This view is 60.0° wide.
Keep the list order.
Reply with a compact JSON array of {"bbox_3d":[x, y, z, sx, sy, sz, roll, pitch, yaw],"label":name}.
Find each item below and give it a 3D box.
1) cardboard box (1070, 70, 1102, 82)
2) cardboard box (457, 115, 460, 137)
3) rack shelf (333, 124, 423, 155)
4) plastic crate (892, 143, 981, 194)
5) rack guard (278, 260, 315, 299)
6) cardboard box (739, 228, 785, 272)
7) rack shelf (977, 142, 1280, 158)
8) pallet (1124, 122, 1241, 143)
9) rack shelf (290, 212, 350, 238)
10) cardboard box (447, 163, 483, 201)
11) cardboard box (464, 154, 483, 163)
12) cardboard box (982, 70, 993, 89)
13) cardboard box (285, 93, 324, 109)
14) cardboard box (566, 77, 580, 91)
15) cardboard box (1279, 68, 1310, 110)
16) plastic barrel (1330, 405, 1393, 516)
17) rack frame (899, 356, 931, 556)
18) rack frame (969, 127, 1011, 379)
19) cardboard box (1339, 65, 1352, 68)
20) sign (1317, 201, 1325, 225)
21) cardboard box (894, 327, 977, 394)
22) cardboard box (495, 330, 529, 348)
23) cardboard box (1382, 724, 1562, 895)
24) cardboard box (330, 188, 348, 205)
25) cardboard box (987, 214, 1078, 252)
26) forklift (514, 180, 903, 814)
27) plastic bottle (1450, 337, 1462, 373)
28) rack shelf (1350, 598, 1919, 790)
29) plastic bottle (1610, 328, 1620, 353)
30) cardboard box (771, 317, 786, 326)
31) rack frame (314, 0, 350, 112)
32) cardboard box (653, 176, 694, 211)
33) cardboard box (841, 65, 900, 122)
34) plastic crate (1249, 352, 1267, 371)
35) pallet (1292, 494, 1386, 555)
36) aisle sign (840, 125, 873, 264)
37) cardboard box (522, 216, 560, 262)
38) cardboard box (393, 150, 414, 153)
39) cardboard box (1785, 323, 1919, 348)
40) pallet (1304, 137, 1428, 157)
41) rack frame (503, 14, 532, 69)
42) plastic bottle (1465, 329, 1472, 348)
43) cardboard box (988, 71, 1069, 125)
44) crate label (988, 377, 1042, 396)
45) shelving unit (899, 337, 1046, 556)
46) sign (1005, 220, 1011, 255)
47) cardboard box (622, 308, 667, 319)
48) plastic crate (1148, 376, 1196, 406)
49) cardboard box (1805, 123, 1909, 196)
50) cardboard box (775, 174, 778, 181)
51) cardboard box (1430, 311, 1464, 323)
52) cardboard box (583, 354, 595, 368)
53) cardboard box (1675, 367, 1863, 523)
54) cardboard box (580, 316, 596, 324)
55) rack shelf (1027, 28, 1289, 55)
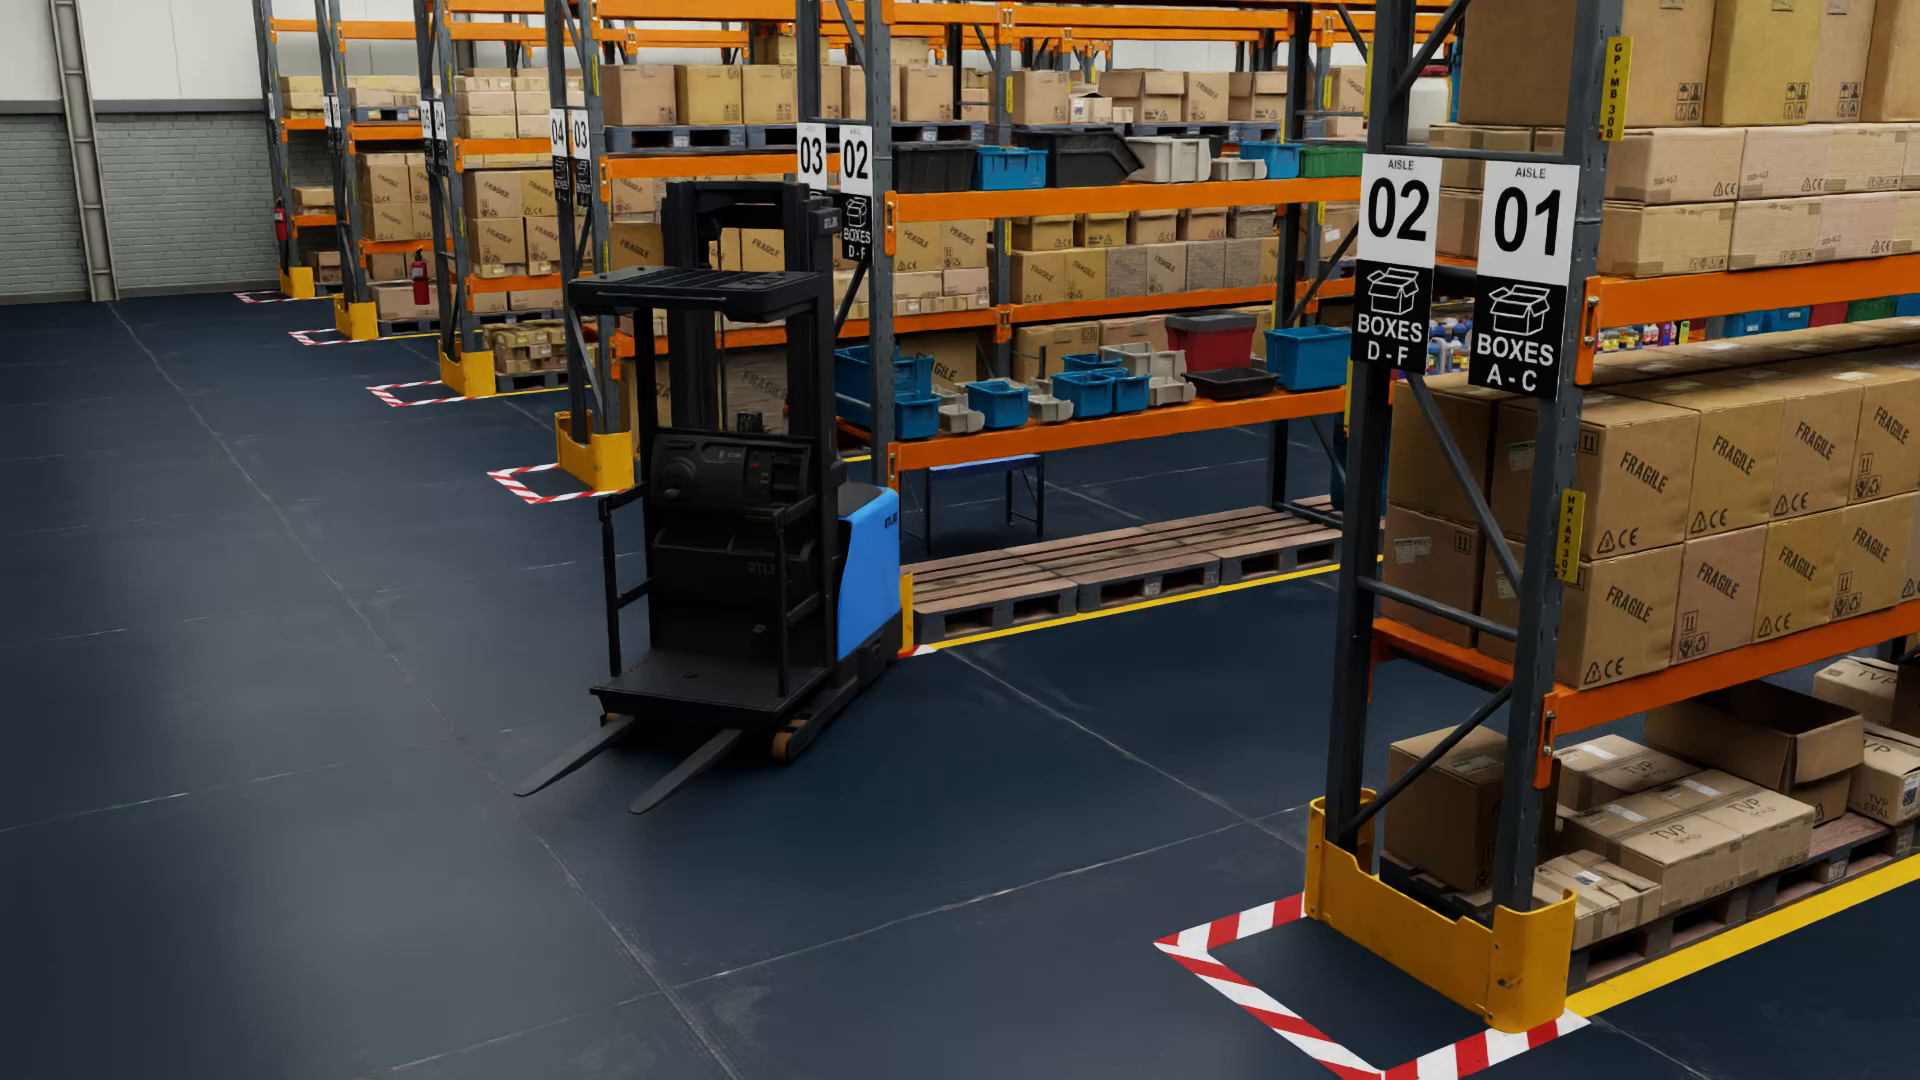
[{"bbox_3d":[2.544,-9.306,33.846,0.500,0.500,0.500,-9,18,-28],"label":"cardboard box"},{"bbox_3d":[-5.468,-4.675,18.750,0.500,0.250,0.500,-10,18,-31],"label":"cardboard box"},{"bbox_3d":[-6.643,-5.685,23.410,4.000,0.370,1.077,-9,18,-30],"label":"rack shelf"},{"bbox_3d":[-0.229,-2.241,10.032,0.590,0.269,0.497,-9,18,-30],"label":"plastic crate"},{"bbox_3d":[-10.852,-4.264,27.196,0.348,0.500,1.175,-9,18,-30],"label":"rack guard"},{"bbox_3d":[-1.834,-2.596,14.950,0.500,0.500,0.500,-10,18,-31],"label":"cardboard box"},{"bbox_3d":[1.889,-3.949,17.214,4.000,0.370,1.077,-9,18,-30],"label":"rack shelf"},{"bbox_3d":[2.122,-4.224,17.214,1.213,0.211,1.003,-8,18,-27],"label":"pallet"},{"bbox_3d":[-9.203,-5.389,27.910,4.000,0.370,1.077,-9,18,-30],"label":"rack shelf"},{"bbox_3d":[-6.923,-4.987,23.104,0.500,0.500,0.500,-9,18,-30],"label":"cardboard box"},{"bbox_3d":[-6.791,-5.314,23.069,0.250,0.149,0.380,-9,18,-29],"label":"cardboard box"},{"bbox_3d":[0.491,-5.960,21.454,0.258,0.266,0.396,-9,18,-30],"label":"cardboard box"},{"bbox_3d":[-10.396,-6.971,26.391,0.500,0.250,0.500,-9,18,-30],"label":"cardboard box"},{"bbox_3d":[-4.454,-5.121,18.678,0.250,0.149,0.380,-9,18,-28],"label":"cardboard box"},{"bbox_3d":[3.884,-4.986,18.471,0.500,0.500,0.500,-9,18,-28],"label":"cardboard box"},{"bbox_3d":[3.201,-0.690,12.924,0.708,0.901,0.600,-9,18,-30],"label":"plastic barrel"},{"bbox_3d":[-0.363,-0.663,12.498,0.032,1.500,0.500,-9,18,-30],"label":"rack frame"},{"bbox_3d":[0.175,-2.573,16.530,0.127,3.000,1.000,-9,18,-30],"label":"rack frame"},{"bbox_3d":[5.487,-6.847,24.245,0.250,0.149,0.380,-9,18,-30],"label":"cardboard box"},{"bbox_3d":[3.892,-3.558,17.901,0.005,0.325,0.100,-9,18,-30],"label":"sign"},{"bbox_3d":[-0.432,-1.679,16.499,0.875,0.875,0.875,-9,18,-30],"label":"cardboard box"},{"bbox_3d":[-5.098,-2.288,18.918,0.250,0.149,0.380,-10,19,-32],"label":"cardboard box"},{"bbox_3d":[2.184,1.135,7.119,0.500,0.500,0.500,-9,18,-30],"label":"cardboard box"},{"bbox_3d":[-9.957,-5.599,27.054,0.500,0.250,0.500,-9,18,-29],"label":"cardboard box"},{"bbox_3d":[0.718,-3.194,16.705,0.637,0.503,0.797,-10,18,-31],"label":"cardboard box"},{"bbox_3d":[-1.303,-0.360,8.765,1.130,2.935,3.031,5,16,18],"label":"forklift"},{"bbox_3d":[3.746,-1.402,12.591,0.097,0.271,0.097,0,16,0],"label":"plastic bottle"},{"bbox_3d":[3.559,0.344,7.457,4.000,0.370,1.077,-9,18,-30],"label":"rack shelf"},{"bbox_3d":[5.304,-1.621,13.502,0.097,0.201,0.097,0,16,0],"label":"plastic bottle"},{"bbox_3d":[-1.679,-2.048,15.124,0.250,0.149,0.380,-9,18,-30],"label":"cardboard box"},{"bbox_3d":[-8.358,-7.198,21.916,0.127,3.000,1.000,-9,18,-30],"label":"rack frame"},{"bbox_3d":[-3.443,-4.138,19.526,0.500,0.500,0.500,-9,18,-28],"label":"cardboard box"},{"bbox_3d":[-0.928,-4.119,15.341,0.500,0.500,0.700,-8,18,-27],"label":"cardboard box"},{"bbox_3d":[2.253,-1.297,12.357,0.243,0.136,0.396,-9,18,-30],"label":"plastic crate"},{"bbox_3d":[3.409,-0.182,13.167,1.213,0.211,1.003,-9,18,-30],"label":"pallet"},{"bbox_3d":[-0.612,-2.044,9.827,0.004,0.787,0.394,-9,18,-30],"label":"aisle sign"},{"bbox_3d":[-4.749,-3.448,18.918,0.500,0.500,0.500,-9,18,-30],"label":"cardboard box"},{"bbox_3d":[-7.770,-5.344,23.176,0.250,0.149,0.380,-9,18,-30],"label":"cardboard box"},{"bbox_3d":[4.283,-0.737,7.946,0.500,0.500,0.500,-10,18,-31],"label":"cardboard box"},{"bbox_3d":[3.347,-2.912,12.532,1.003,0.211,1.213,-9,18,-30],"label":"pallet"},{"bbox_3d":[-7.488,-8.902,27.995,0.127,3.000,1.000,-9,18,-30],"label":"rack frame"},{"bbox_3d":[4.034,-1.507,12.959,0.135,0.276,0.152,-9,18,-30],"label":"plastic bottle"},{"bbox_3d":[0.667,-4.350,16.351,0.500,0.500,0.700,-9,18,-28],"label":"cardboard box"},{"bbox_3d":[0.385,-1.009,11.330,0.243,0.136,0.396,-9,18,-30],"label":"crate label"},{"bbox_3d":[0.073,-0.734,12.750,1.048,1.500,0.538,-9,18,-30],"label":"shelving unit"},{"bbox_3d":[0.462,-2.899,15.945,0.005,0.325,0.100,-9,18,-30],"label":"sign"},{"bbox_3d":[-2.703,-2.092,14.542,0.500,0.250,0.500,-10,18,-31],"label":"cardboard box"},{"bbox_3d":[1.388,-1.017,11.358,0.466,0.136,0.293,-9,18,-30],"label":"plastic crate"},{"bbox_3d":[3.277,-1.487,6.451,0.500,0.250,0.500,-9,18,-30],"label":"cardboard box"},{"bbox_3d":[-3.111,-5.609,25.325,0.500,0.500,0.500,-10,18,-31],"label":"cardboard box"},{"bbox_3d":[5.597,-2.473,19.990,0.500,0.500,0.700,-11,19,-34],"label":"cardboard box"},{"bbox_3d":[-4.441,-2.108,19.377,0.250,0.149,0.380,-9,18,-29],"label":"cardboard box"},{"bbox_3d":[3.236,-0.397,6.732,0.500,0.500,0.500,-9,18,-29],"label":"cardboard box"},{"bbox_3d":[-4.541,-2.585,19.976,0.250,0.149,0.380,-8,18,-28],"label":"cardboard box"},{"bbox_3d":[2.850,-6.918,22.991,4.000,0.370,1.077,-9,18,-30],"label":"rack shelf"}]
